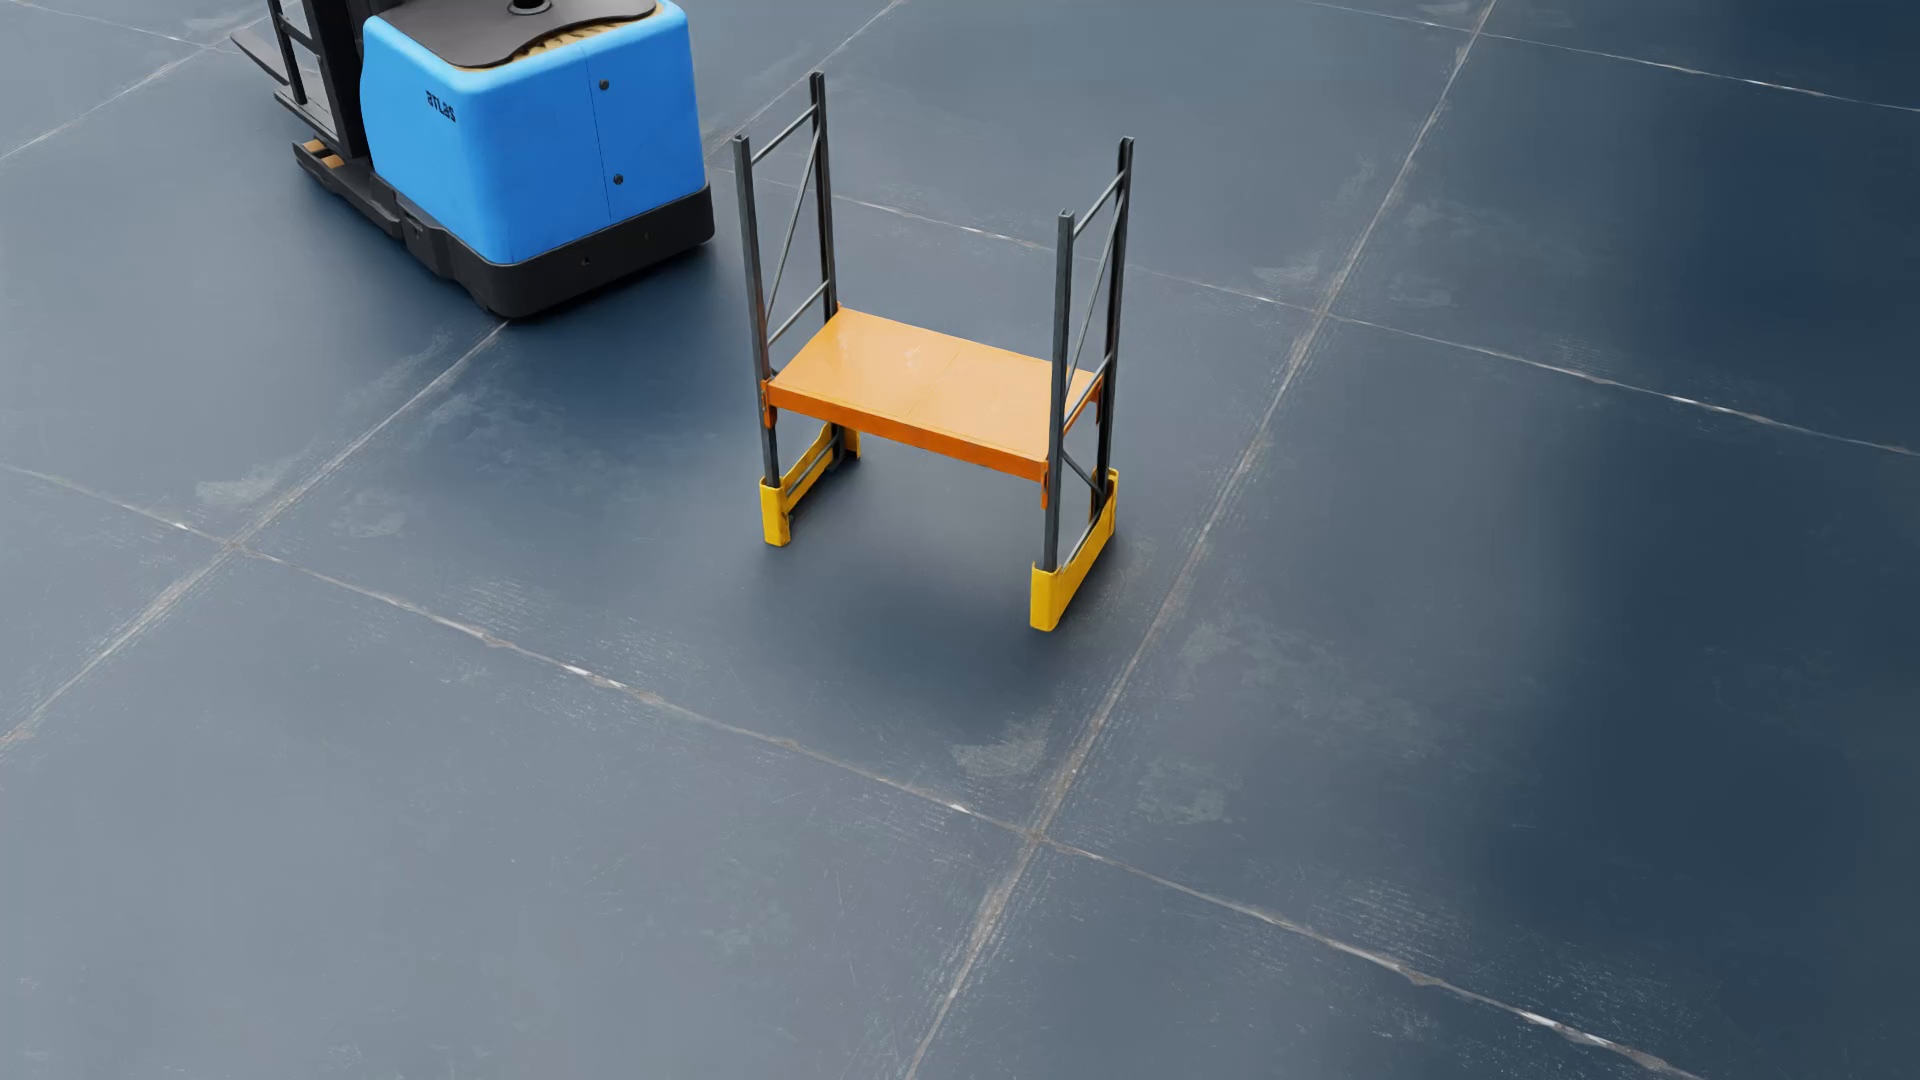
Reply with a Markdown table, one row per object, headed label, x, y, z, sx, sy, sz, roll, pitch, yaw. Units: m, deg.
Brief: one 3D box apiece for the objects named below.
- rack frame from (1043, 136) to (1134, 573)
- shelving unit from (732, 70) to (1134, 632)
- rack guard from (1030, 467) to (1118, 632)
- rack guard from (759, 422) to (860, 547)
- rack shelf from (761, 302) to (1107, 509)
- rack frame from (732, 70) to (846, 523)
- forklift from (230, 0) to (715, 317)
| label | x | y | z | sx | sy | sz | roll | pitch | yaw |
| --- | --- | --- | --- | --- | --- | --- | --- | --- | --- |
| rack frame | 0.383 | -0.450 | 5.124 | 0.032 | 1.500 | 0.500 | 17 | 44 | 19 |
| shelving unit | -0.069 | -0.588 | 5.283 | 1.083 | 1.500 | 0.587 | 17 | 44 | 19 |
| rack guard | 0.382 | 0.022 | 5.533 | 0.087 | 0.250 | 0.587 | 17 | 44 | 19 |
| rack guard | -0.520 | -0.253 | 5.852 | 0.087 | 0.250 | 0.587 | 17 | 44 | 19 |
| rack shelf | -0.077 | -0.454 | 5.404 | 1.000 | 0.185 | 0.538 | 17 | 44 | 19 |
| rack frame | -0.538 | -0.731 | 5.448 | 0.032 | 1.500 | 0.500 | 17 | 44 | 19 |
| forklift | -2.410 | -2.886 | 6.842 | 1.130 | 2.935 | 3.031 | -30 | 49 | -30 |
